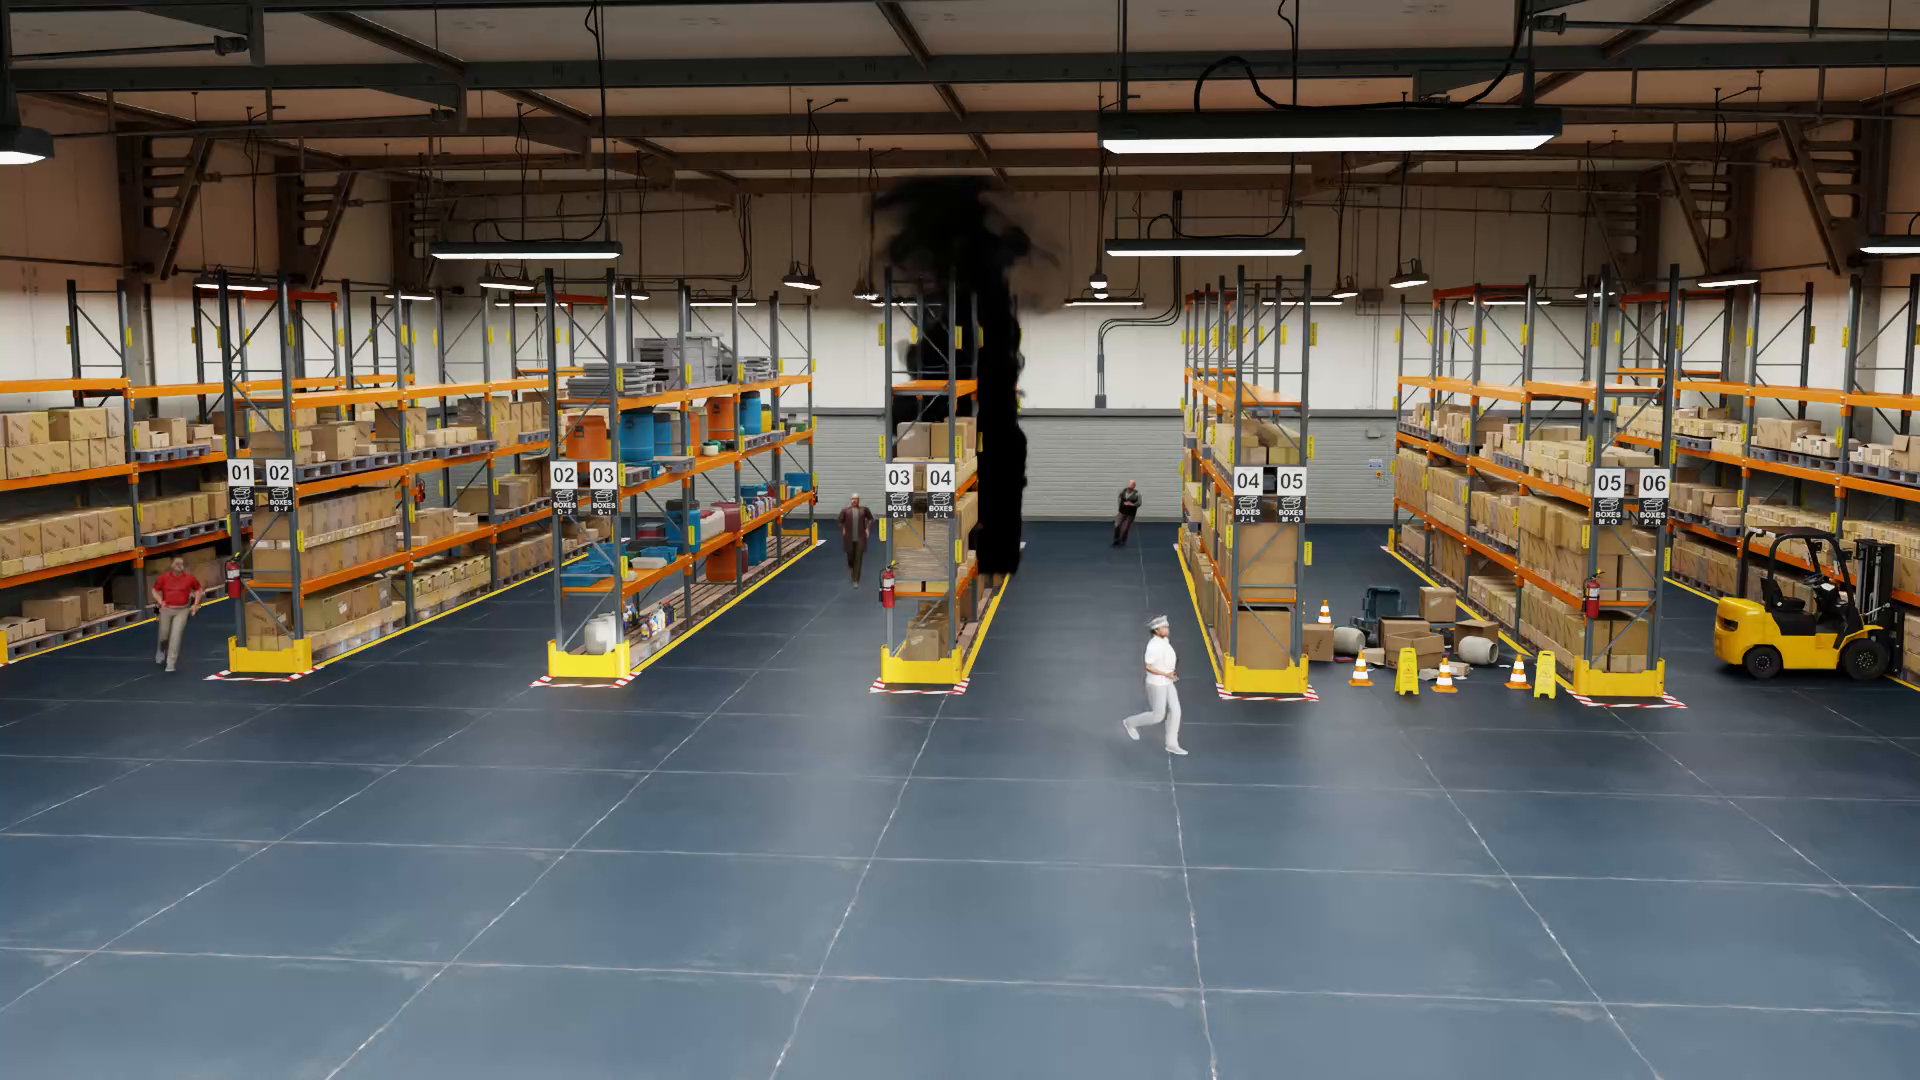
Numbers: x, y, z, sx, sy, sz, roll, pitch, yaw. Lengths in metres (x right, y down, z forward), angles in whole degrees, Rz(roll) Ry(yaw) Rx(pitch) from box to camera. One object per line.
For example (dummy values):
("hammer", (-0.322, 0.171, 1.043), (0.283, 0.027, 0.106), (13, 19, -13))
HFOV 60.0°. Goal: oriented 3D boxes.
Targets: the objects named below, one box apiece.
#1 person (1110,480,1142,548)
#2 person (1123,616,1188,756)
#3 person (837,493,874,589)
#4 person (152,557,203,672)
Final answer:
("person", (3.961, -0.619, 39.566), (0.770, 1.666, 0.646), (3, 8, 23))
("person", (2.392, 1.740, 20.140), (0.828, 1.690, 0.581), (4, 8, 32))
("person", (-1.992, 0.000, 31.671), (0.711, 1.780, 0.923), (0, 7, -3))
("person", (-11.888, 1.099, 25.267), (0.717, 1.695, 0.797), (-3, 8, -23))
